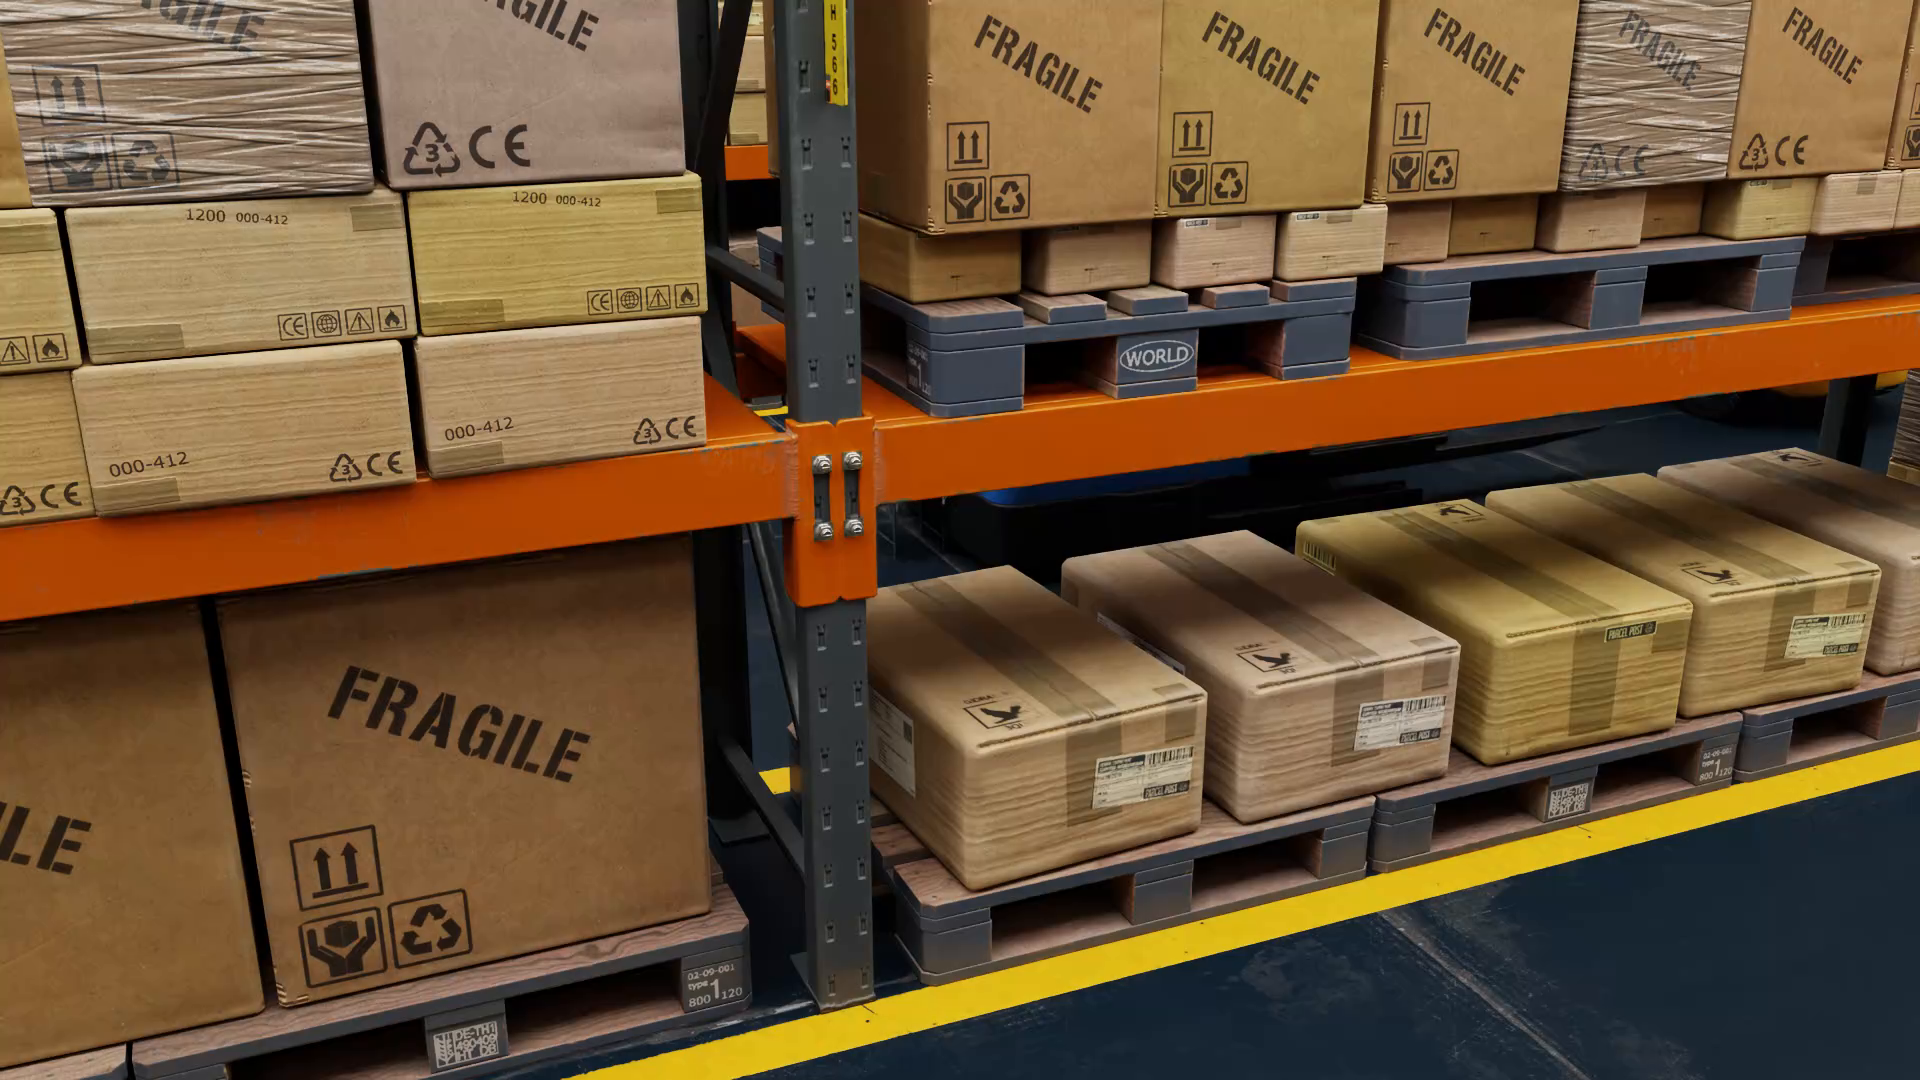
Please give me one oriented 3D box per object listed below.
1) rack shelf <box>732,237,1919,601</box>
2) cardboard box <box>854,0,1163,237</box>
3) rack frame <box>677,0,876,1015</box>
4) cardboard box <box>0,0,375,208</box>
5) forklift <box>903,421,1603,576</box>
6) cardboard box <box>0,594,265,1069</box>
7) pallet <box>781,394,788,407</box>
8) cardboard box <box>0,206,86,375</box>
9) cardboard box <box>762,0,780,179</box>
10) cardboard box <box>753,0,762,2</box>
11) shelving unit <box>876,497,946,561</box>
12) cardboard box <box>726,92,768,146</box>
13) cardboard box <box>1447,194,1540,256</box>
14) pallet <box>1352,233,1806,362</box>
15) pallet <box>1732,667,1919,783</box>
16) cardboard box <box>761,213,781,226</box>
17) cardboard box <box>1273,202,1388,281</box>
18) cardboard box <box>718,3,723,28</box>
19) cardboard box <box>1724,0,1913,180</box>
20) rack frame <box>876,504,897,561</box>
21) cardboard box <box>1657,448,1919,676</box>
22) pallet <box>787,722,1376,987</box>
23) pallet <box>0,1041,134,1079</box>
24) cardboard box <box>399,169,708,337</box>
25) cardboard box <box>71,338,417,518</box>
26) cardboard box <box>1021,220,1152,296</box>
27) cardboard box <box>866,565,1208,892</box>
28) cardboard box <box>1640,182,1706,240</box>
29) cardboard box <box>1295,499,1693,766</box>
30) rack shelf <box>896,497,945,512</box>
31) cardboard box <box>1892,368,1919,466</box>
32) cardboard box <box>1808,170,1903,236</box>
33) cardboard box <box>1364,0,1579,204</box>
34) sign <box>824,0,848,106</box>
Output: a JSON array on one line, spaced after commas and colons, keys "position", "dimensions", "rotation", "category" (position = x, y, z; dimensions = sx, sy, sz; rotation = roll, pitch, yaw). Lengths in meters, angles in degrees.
[{"position": [1.396, -0.471, 4.426], "dimensions": [4.000, 0.370, 1.077], "rotation": [-8, 21, -22], "category": "rack shelf"}, {"position": [0.064, -0.921, 3.391], "dimensions": [0.500, 0.500, 0.500], "rotation": [-9, 21, -23], "category": "cardboard box"}, {"position": [-0.441, -0.547, 3.559], "dimensions": [0.127, 3.000, 1.000], "rotation": [-8, 21, -22], "category": "rack frame"}, {"position": [-1.280, -0.848, 2.758], "dimensions": [0.500, 0.500, 0.500], "rotation": [-8, 21, -21], "category": "cardboard box"}, {"position": [1.298, -1.562, 6.545], "dimensions": [3.031, 2.935, 1.130], "rotation": [-9, 21, -23], "category": "forklift"}, {"position": [-1.928, 0.439, 3.327], "dimensions": [0.875, 0.875, 0.875], "rotation": [-8, 21, -21], "category": "cardboard box"}, {"position": [-0.520, -1.001, 9.046], "dimensions": [1.213, 0.211, 1.003], "rotation": [-8, 21, -22], "category": "pallet"}, {"position": [-1.716, -0.429, 2.696], "dimensions": [0.500, 0.250, 0.500], "rotation": [-9, 21, -23], "category": "cardboard box"}, {"position": [-0.133, -1.077, 3.834], "dimensions": [0.500, 0.500, 0.500], "rotation": [-9, 21, -23], "category": "cardboard box"}, {"position": [-1.069, -2.724, 8.616], "dimensions": [0.250, 0.149, 0.380], "rotation": [-9, 21, -23], "category": "cardboard box"}, {"position": [-0.199, -0.395, 6.288], "dimensions": [0.210, 0.900, 0.258], "rotation": [-9, 21, -23], "category": "shelving unit"}, {"position": [-0.972, -2.108, 8.218], "dimensions": [0.500, 0.250, 0.500], "rotation": [-9, 21, -24], "category": "cardboard box"}, {"position": [1.169, -0.796, 4.012], "dimensions": [0.250, 0.149, 0.380], "rotation": [-7, 21, -20], "category": "cardboard box"}, {"position": [1.361, -0.729, 4.366], "dimensions": [1.213, 0.211, 1.003], "rotation": [-8, 21, -22], "category": "pallet"}, {"position": [2.518, 0.345, 5.225], "dimensions": [1.213, 0.211, 1.003], "rotation": [-8, 21, -22], "category": "pallet"}, {"position": [-0.617, -1.393, 8.905], "dimensions": [0.625, 0.625, 0.875], "rotation": [-9, 21, -24], "category": "cardboard box"}, {"position": [0.735, -0.691, 3.715], "dimensions": [0.250, 0.149, 0.380], "rotation": [-8, 21, -22], "category": "cardboard box"}, {"position": [-1.295, -2.481, 7.924], "dimensions": [0.250, 0.149, 0.380], "rotation": [-8, 21, -21], "category": "cardboard box"}, {"position": [1.968, -1.196, 4.173], "dimensions": [0.500, 0.500, 0.500], "rotation": [-7, 21, -20], "category": "cardboard box"}, {"position": [-0.291, -0.381, 6.248], "dimensions": [0.006, 0.900, 0.240], "rotation": [-9, 21, -23], "category": "rack frame"}, {"position": [2.752, 0.038, 5.222], "dimensions": [0.625, 0.372, 0.950], "rotation": [-8, 21, -21], "category": "cardboard box"}, {"position": [0.278, 0.666, 4.313], "dimensions": [1.213, 0.211, 1.003], "rotation": [-8, 21, -22], "category": "pallet"}, {"position": [-2.313, 1.008, 3.341], "dimensions": [1.213, 0.211, 1.003], "rotation": [-8, 21, -22], "category": "pallet"}, {"position": [-0.785, -0.571, 3.100], "dimensions": [0.500, 0.250, 0.500], "rotation": [-8, 21, -22], "category": "cardboard box"}, {"position": [-1.265, -0.259, 2.966], "dimensions": [0.500, 0.250, 0.500], "rotation": [-8, 21, -21], "category": "cardboard box"}, {"position": [0.204, -0.640, 3.568], "dimensions": [0.250, 0.149, 0.380], "rotation": [-10, 22, -25], "category": "cardboard box"}, {"position": [0.082, 0.423, 4.128], "dimensions": [0.625, 0.372, 0.950], "rotation": [-10, 22, -26], "category": "cardboard box"}, {"position": [1.644, -0.868, 4.216], "dimensions": [0.250, 0.149, 0.380], "rotation": [-9, 21, -24], "category": "cardboard box"}, {"position": [1.455, 0.226, 4.689], "dimensions": [0.625, 0.372, 0.950], "rotation": [-7, 21, -20], "category": "cardboard box"}, {"position": [-0.199, -0.193, 6.359], "dimensions": [0.200, 0.077, 0.258], "rotation": [-9, 21, -23], "category": "rack shelf"}, {"position": [3.669, -0.488, 5.769], "dimensions": [0.500, 0.500, 0.500], "rotation": [-8, 21, -23], "category": "cardboard box"}, {"position": [2.165, -0.892, 4.285], "dimensions": [0.250, 0.149, 0.380], "rotation": [-8, 21, -21], "category": "cardboard box"}, {"position": [1.025, -1.064, 3.796], "dimensions": [0.500, 0.500, 0.500], "rotation": [-8, 21, -21], "category": "cardboard box"}, {"position": [-0.218, -0.924, 2.887], "dimensions": [0.005, 0.325, 0.100], "rotation": [-8, 21, -22], "category": "sign"}]
